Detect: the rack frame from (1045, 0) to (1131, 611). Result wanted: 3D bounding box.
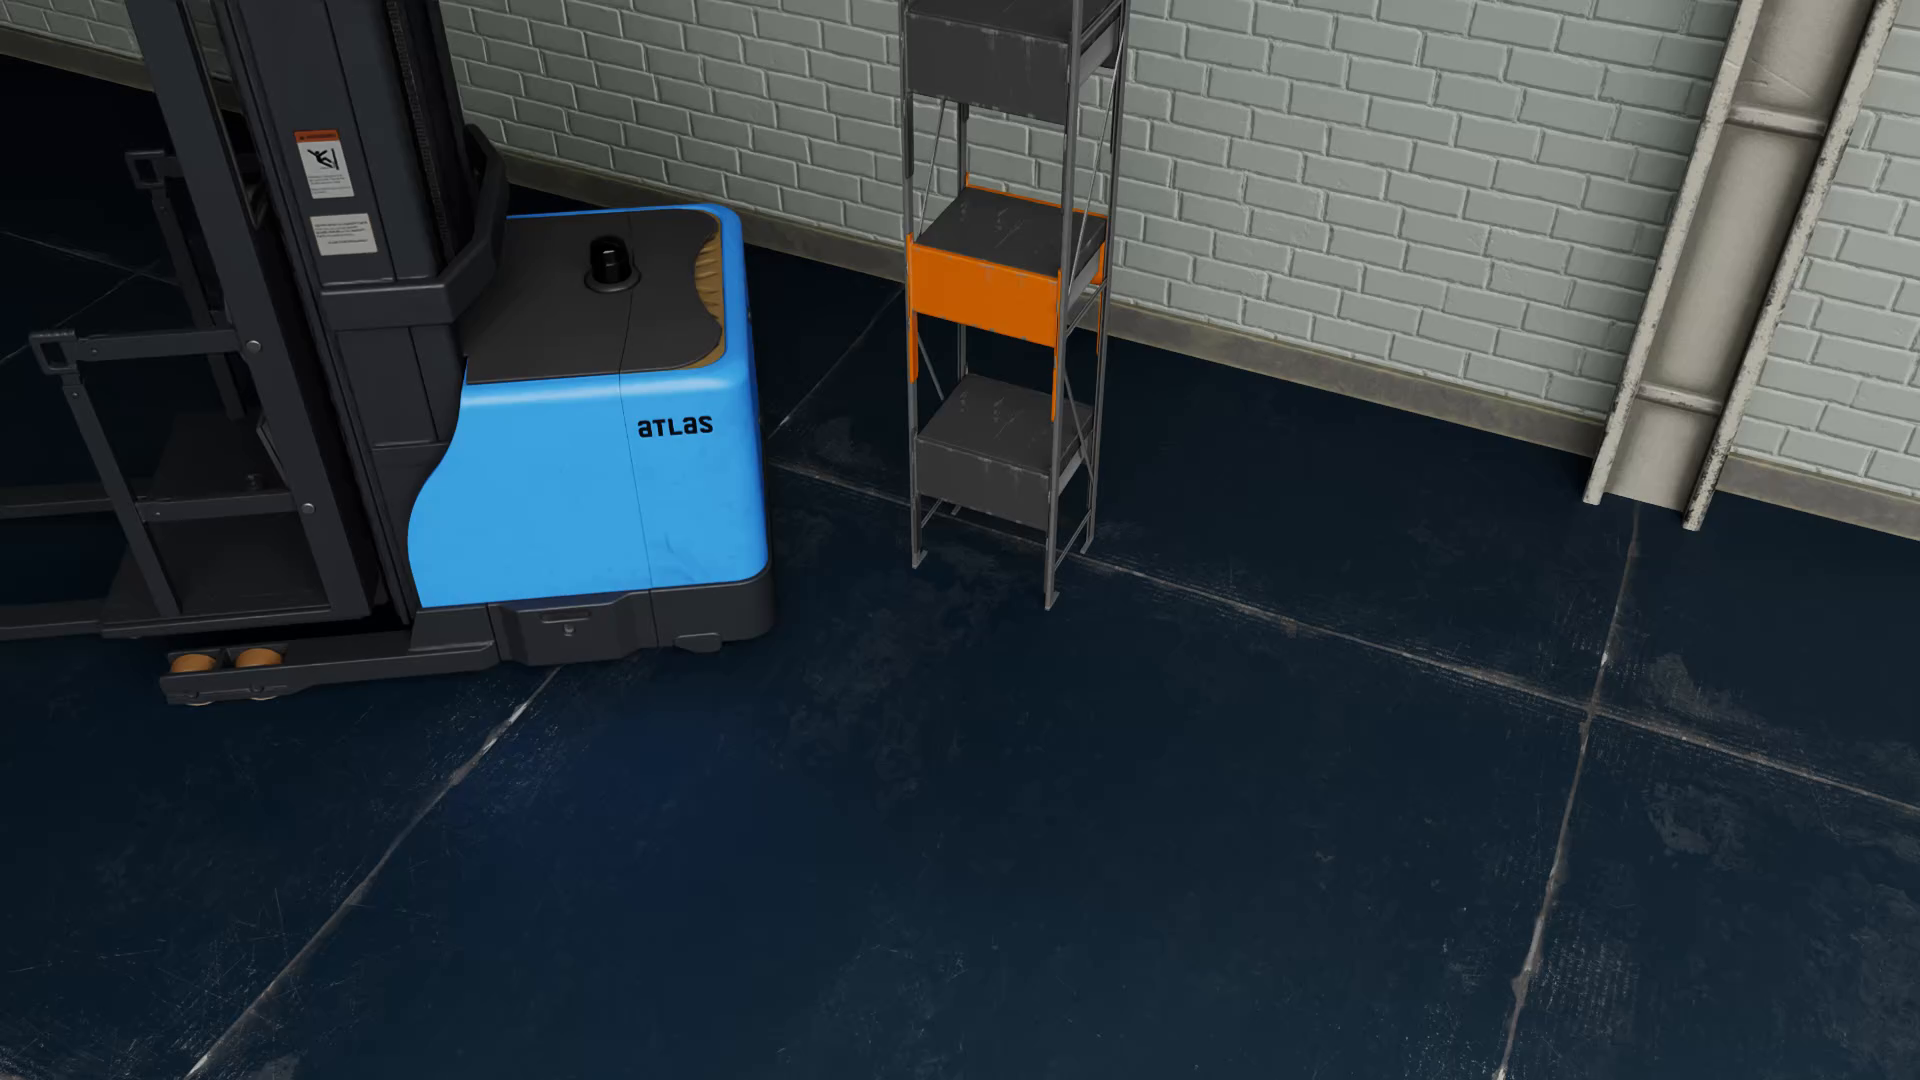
[{"bbox_3d":[0.371,-0.680,4.931,0.015,2.100,0.400,17,44,19],"label":"rack frame"}]

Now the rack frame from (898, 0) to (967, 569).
[{"bbox_3d":[-0.071,-0.815,5.087,0.015,2.100,0.400,17,44,19],"label":"rack frame"}]

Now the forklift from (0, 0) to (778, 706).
[{"bbox_3d":[-2.144,-0.962,4.622,3.031,2.935,1.130,-5,41,-5],"label":"forklift"}]

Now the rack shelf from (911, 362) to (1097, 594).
[{"bbox_3d":[0.150,-0.208,5.477,0.480,0.518,0.431,17,44,19],"label":"rack shelf"}]

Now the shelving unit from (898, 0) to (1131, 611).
[{"bbox_3d":[0.150,-0.748,5.009,0.503,2.100,0.431,17,44,19],"label":"shelving unit"}]

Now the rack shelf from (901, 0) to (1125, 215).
[{"bbox_3d":[0.150,-1.266,4.560,0.480,0.518,0.431,17,44,19],"label":"rack shelf"}]

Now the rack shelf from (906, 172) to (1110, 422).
[{"bbox_3d":[0.150,-0.737,5.018,0.480,0.518,0.431,17,44,19],"label":"rack shelf"}]
